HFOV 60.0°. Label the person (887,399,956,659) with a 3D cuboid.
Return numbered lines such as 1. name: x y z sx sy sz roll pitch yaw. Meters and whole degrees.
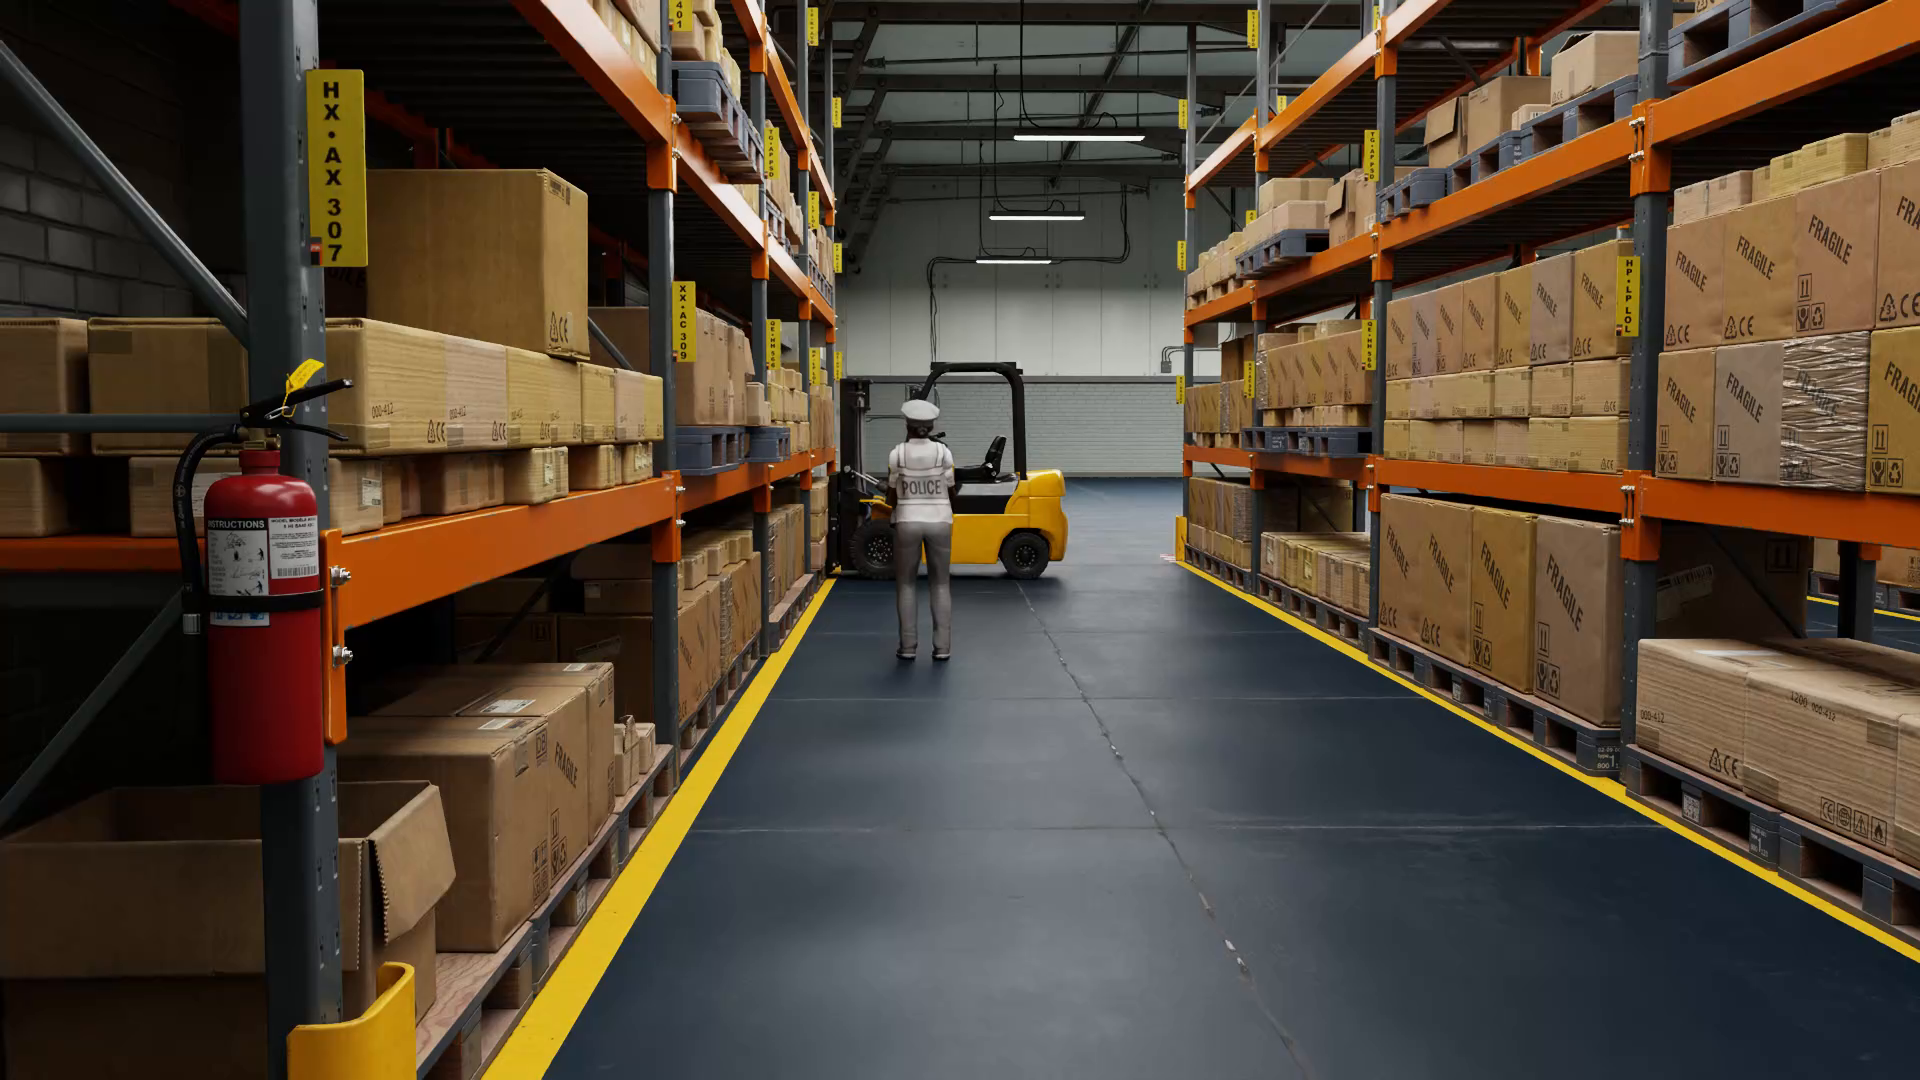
1. person: -0.254 -0.072 10.862 0.450 1.688 0.540 0 4 -6
